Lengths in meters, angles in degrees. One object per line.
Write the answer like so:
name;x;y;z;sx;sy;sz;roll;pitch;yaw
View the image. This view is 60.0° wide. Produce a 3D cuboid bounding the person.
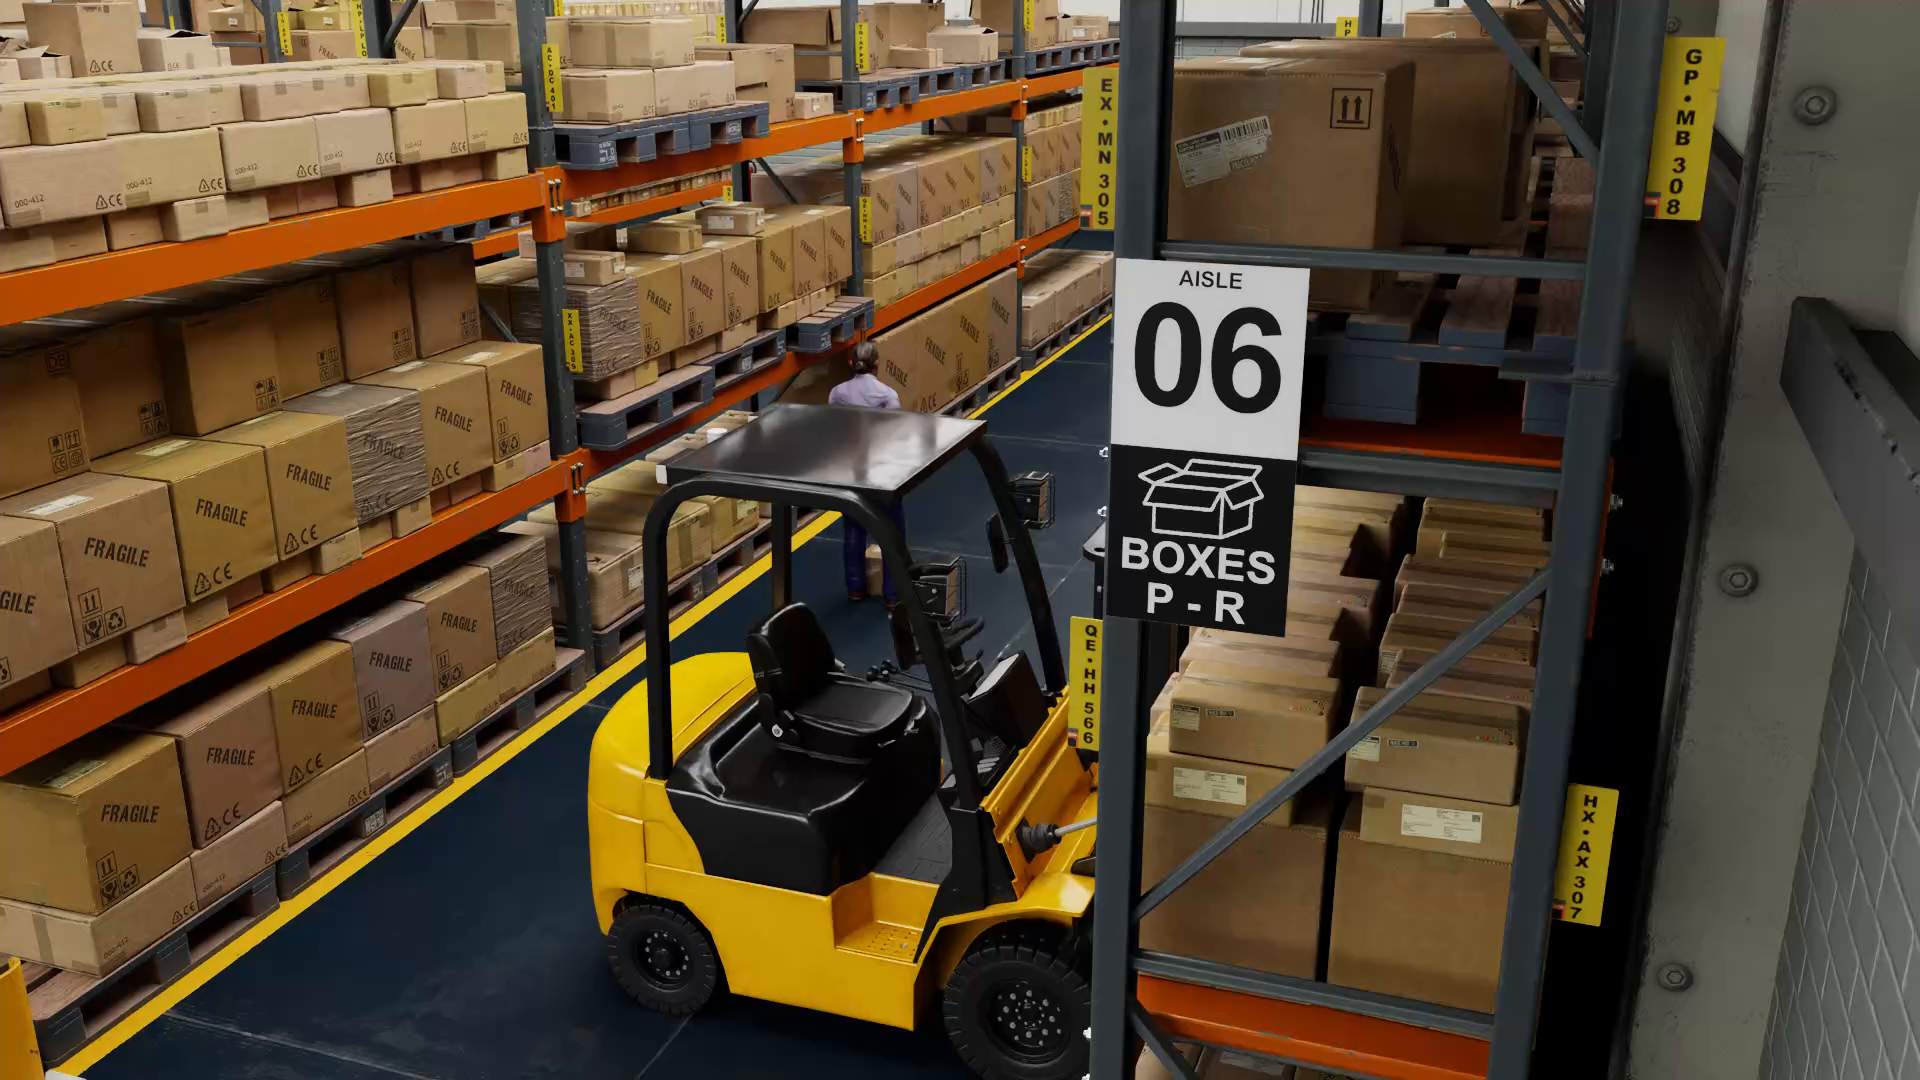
person;-0.546;-0.406;10.269;0.556;1.651;0.392;5;19;15
